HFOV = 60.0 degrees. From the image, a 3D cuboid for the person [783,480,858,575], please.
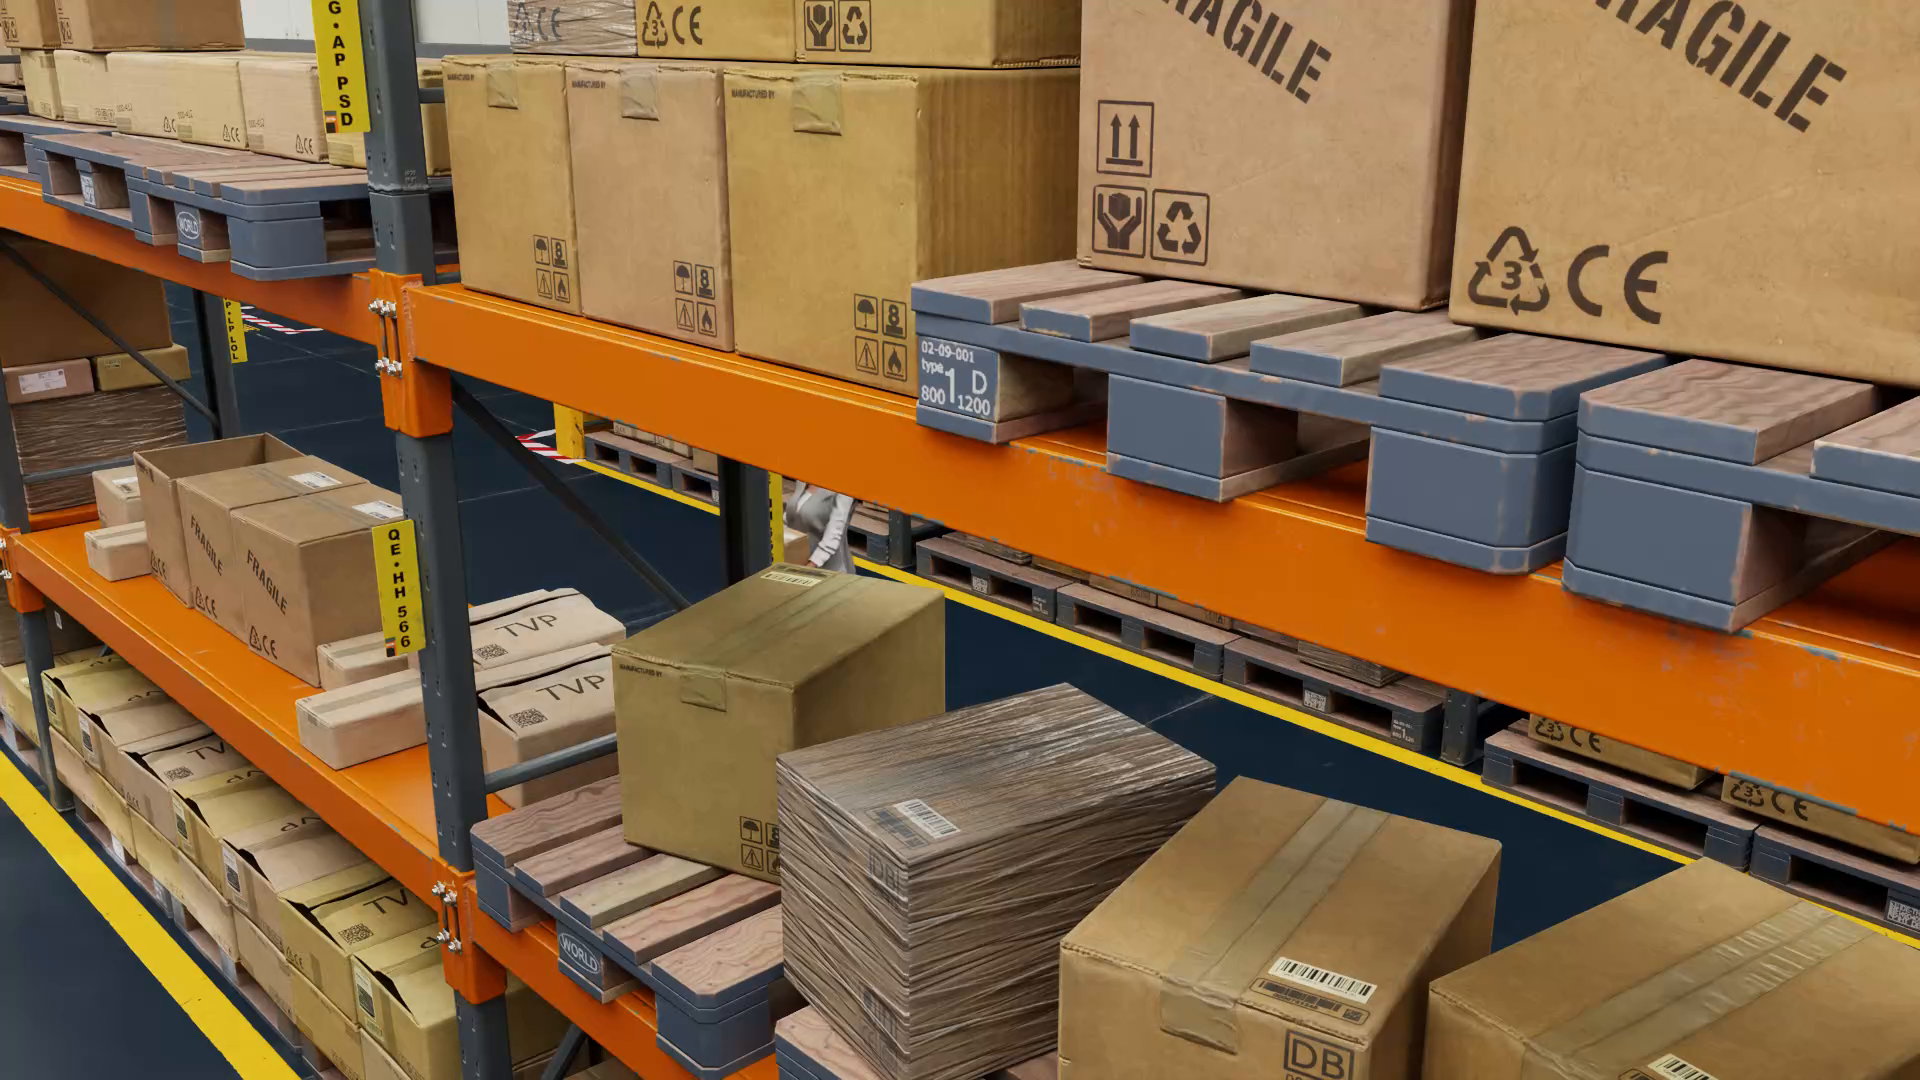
[{"bbox_3d":[-0.722,0.233,7.841,0.500,1.589,0.405,-16,23,-40],"label":"person"}]
